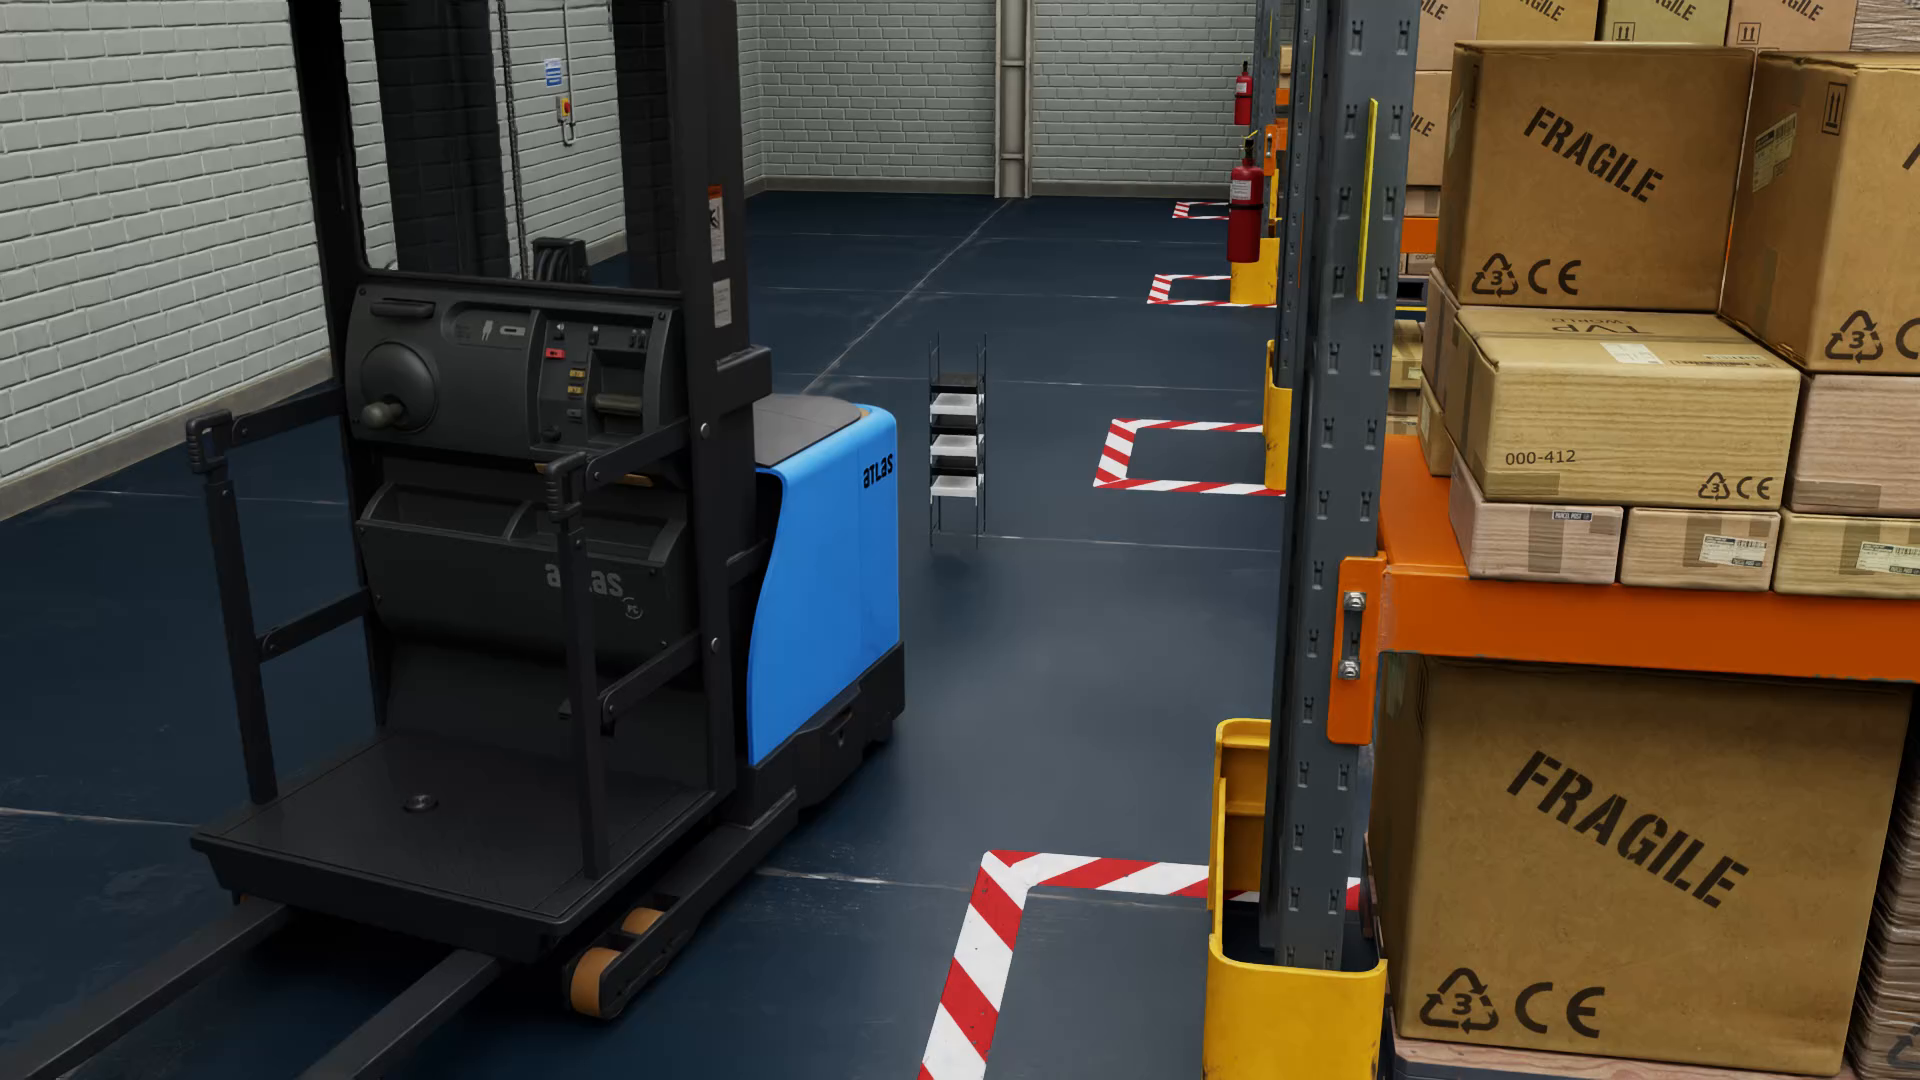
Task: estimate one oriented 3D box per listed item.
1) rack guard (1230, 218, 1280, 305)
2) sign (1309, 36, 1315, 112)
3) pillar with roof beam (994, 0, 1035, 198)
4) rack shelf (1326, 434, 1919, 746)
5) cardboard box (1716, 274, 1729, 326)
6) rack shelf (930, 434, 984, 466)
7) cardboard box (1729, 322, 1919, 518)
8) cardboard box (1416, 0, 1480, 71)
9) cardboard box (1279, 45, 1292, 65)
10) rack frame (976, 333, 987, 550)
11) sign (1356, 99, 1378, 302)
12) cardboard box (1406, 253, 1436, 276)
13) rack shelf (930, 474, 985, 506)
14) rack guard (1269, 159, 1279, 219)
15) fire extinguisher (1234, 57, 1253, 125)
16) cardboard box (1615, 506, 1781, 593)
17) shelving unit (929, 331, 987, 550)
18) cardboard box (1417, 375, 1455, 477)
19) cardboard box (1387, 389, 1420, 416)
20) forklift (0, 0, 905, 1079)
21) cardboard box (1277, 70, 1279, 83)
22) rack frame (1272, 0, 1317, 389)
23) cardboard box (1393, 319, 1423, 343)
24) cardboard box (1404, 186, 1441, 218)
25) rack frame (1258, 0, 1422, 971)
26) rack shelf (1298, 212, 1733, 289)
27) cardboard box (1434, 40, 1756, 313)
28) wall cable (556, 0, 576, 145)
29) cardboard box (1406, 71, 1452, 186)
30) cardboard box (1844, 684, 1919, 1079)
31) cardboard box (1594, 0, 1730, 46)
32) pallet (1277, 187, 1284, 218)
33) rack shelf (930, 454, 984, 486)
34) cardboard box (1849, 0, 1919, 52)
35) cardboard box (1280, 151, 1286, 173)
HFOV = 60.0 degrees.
[{"bbox_3d":[2.322,-2.214,13.131,0.348,0.500,1.175,3,19,9],"label":"rack guard"},{"bbox_3d":[1.575,-2.083,7.436,0.005,0.325,0.100,3,19,9],"label":"sign"},{"bbox_3d":[-0.072,-6.868,13.646,0.400,9.000,9.100,3,19,9],"label":"pillar with roof beam"},{"bbox_3d":[2.749,0.149,3.266,4.000,0.370,1.077,3,19,9],"label":"rack shelf"},{"bbox_3d":[1.795,-0.396,3.528,0.500,0.250,0.500,3,19,8],"label":"cardboard box"},{"bbox_3d":[-0.008,-0.396,7.172,0.200,0.077,0.258,3,19,9],"label":"rack shelf"},{"bbox_3d":[1.719,-0.230,3.032,0.500,0.250,0.500,3,19,8],"label":"cardboard box"},{"bbox_3d":[2.062,-2.399,7.543,0.500,0.500,0.500,3,19,8],"label":"cardboard box"},{"bbox_3d":[3.626,-5.083,17.535,0.500,0.250,0.500,3,19,10],"label":"cardboard box"},{"bbox_3d":[0.092,-0.422,7.146,0.006,0.900,0.240,3,19,9],"label":"rack frame"},{"bbox_3d":[0.680,-0.568,2.784,0.005,0.325,0.100,3,19,9],"label":"sign"},{"bbox_3d":[3.918,-2.337,12.936,0.875,0.438,0.875,3,19,10],"label":"cardboard box"},{"bbox_3d":[-0.008,-0.225,7.229,0.200,0.077,0.258,3,19,9],"label":"rack shelf"},{"bbox_3d":[3.205,-3.764,17.765,0.348,0.500,1.175,3,19,9],"label":"rack guard"},{"bbox_3d":[2.911,-4.602,17.040,0.183,0.674,0.296,3,19,9],"label":"fire extinguisher"},{"bbox_3d":[1.326,-0.040,3.092,0.250,0.149,0.380,3,19,8],"label":"cardboard box"},{"bbox_3d":[-0.008,-0.427,7.162,0.210,0.900,0.258,3,19,9],"label":"shelving unit"},{"bbox_3d":[1.178,-0.259,3.747,0.250,0.149,0.380,3,19,10],"label":"cardboard box"},{"bbox_3d":[2.137,-0.724,8.101,0.250,0.149,0.380,4,19,11],"label":"cardboard box"},{"bbox_3d":[-1.200,-0.410,3.910,1.130,2.935,3.031,7,20,21],"label":"forklift"},{"bbox_3d":[3.499,-4.901,17.621,0.250,0.149,0.380,3,19,8],"label":"cardboard box"},{"bbox_3d":[1.661,-1.842,8.081,0.127,3.000,1.000,3,19,9],"label":"rack frame"},{"bbox_3d":[2.223,-1.024,8.530,0.250,0.149,0.380,3,19,9],"label":"cardboard box"},{"bbox_3d":[2.186,-1.604,7.766,0.250,0.149,0.380,4,19,11],"label":"cardboard box"},{"bbox_3d":[0.774,-0.293,3.452,0.127,3.000,1.000,3,19,9],"label":"rack frame"},{"bbox_3d":[3.635,-1.400,7.894,4.000,0.370,1.077,3,19,9],"label":"rack shelf"},{"bbox_3d":[1.297,-0.777,3.483,0.500,0.500,0.500,3,19,9],"label":"cardboard box"},{"bbox_3d":[-3.225,-4.171,13.391,0.123,1.953,0.585,3,19,9],"label":"wall cable"},{"bbox_3d":[2.060,-1.921,7.692,0.500,0.500,0.500,4,19,11],"label":"cardboard box"},{"bbox_3d":[2.317,0.568,3.565,0.875,0.875,0.875,3,19,9],"label":"cardboard box"},{"bbox_3d":[3.071,-2.342,7.374,0.500,0.500,0.500,2,19,7],"label":"cardboard box"},{"bbox_3d":[3.992,-3.587,17.691,1.213,0.211,1.003,3,19,9],"label":"pallet"},{"bbox_3d":[-0.008,-0.310,7.201,0.200,0.077,0.258,3,19,9],"label":"rack shelf"},{"bbox_3d":[4.089,-2.297,7.238,0.500,0.500,0.500,3,19,10],"label":"cardboard box"},{"bbox_3d":[3.718,-3.908,17.528,0.637,0.503,0.797,2,19,6],"label":"cardboard box"}]
